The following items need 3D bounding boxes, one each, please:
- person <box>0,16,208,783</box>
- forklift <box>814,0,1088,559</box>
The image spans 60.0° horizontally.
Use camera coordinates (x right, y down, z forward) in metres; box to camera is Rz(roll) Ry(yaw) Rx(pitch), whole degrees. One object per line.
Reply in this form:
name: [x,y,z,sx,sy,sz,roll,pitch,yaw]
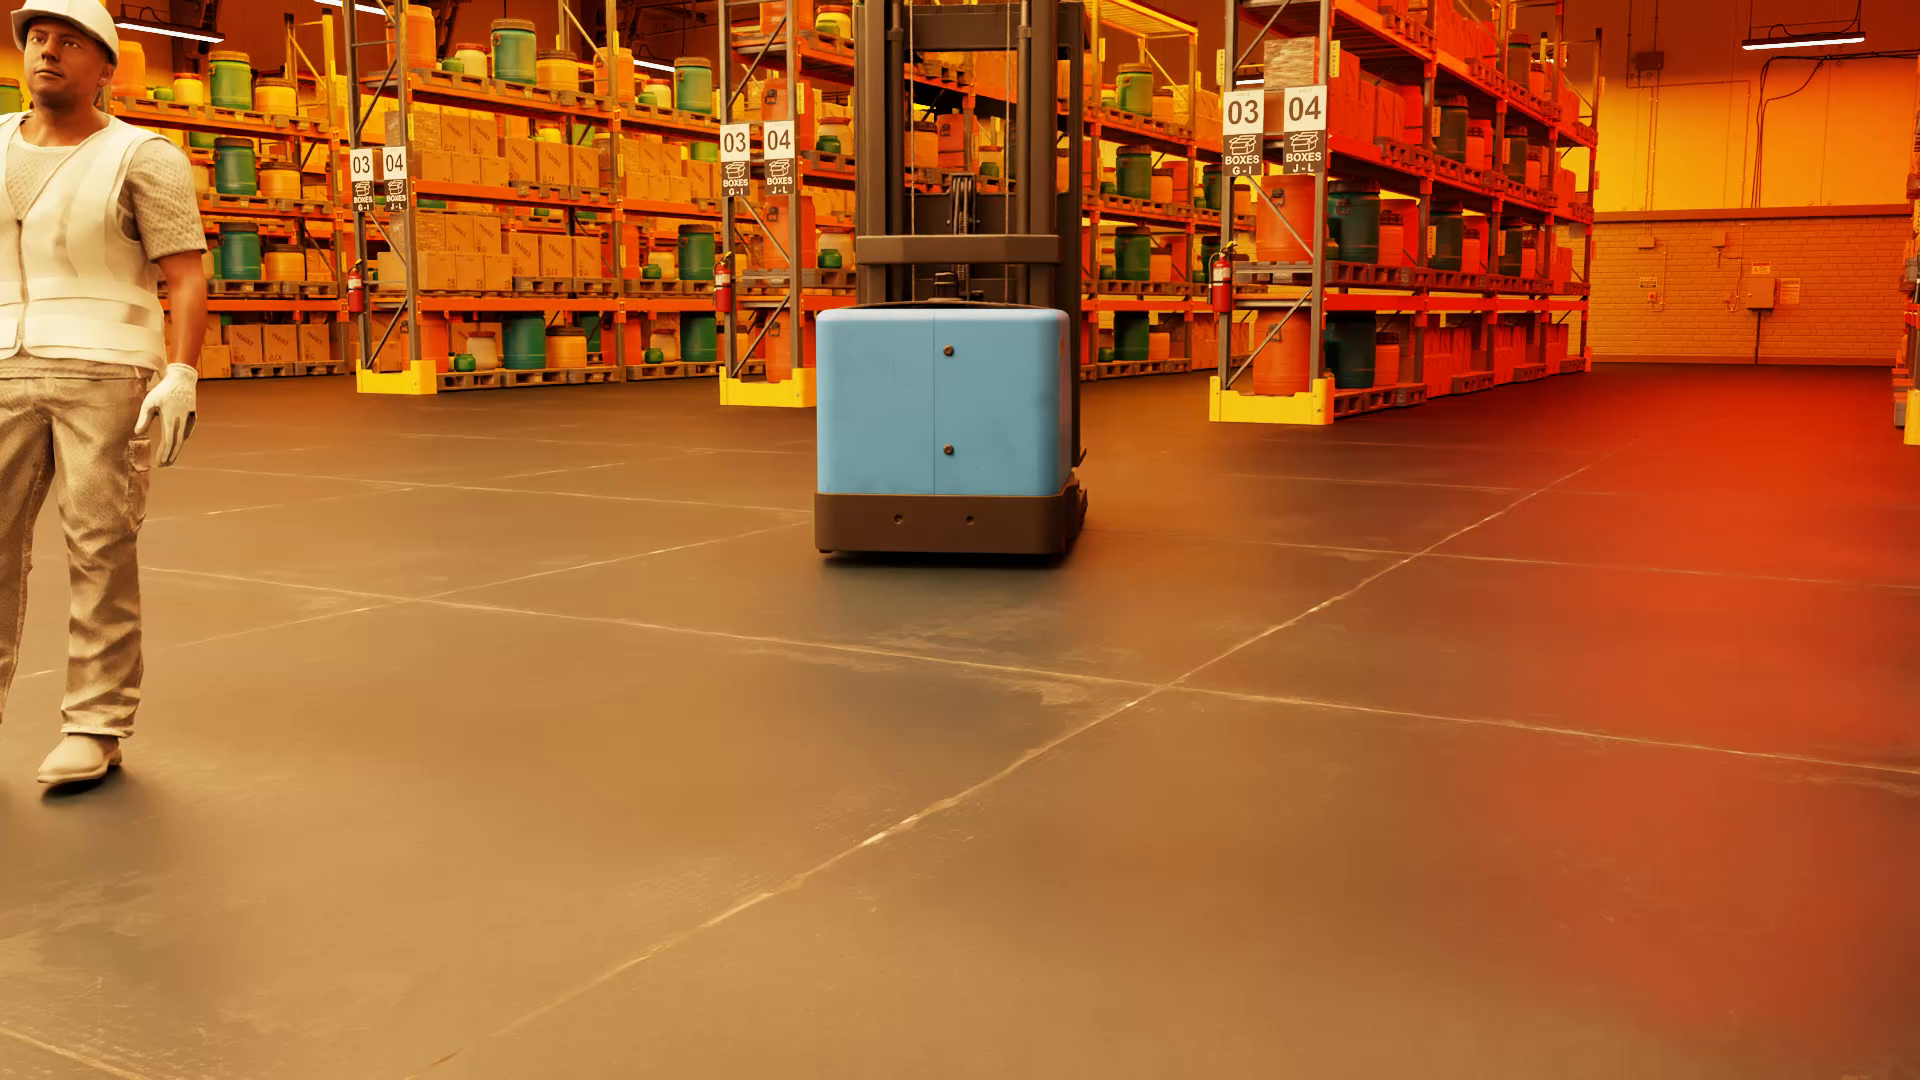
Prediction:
person: [-2.057,-0.325,3.729,0.657,1.745,0.577,0,8,3]
forklift: [0.072,-1.535,8.212,1.130,2.935,3.031,1,8,7]
